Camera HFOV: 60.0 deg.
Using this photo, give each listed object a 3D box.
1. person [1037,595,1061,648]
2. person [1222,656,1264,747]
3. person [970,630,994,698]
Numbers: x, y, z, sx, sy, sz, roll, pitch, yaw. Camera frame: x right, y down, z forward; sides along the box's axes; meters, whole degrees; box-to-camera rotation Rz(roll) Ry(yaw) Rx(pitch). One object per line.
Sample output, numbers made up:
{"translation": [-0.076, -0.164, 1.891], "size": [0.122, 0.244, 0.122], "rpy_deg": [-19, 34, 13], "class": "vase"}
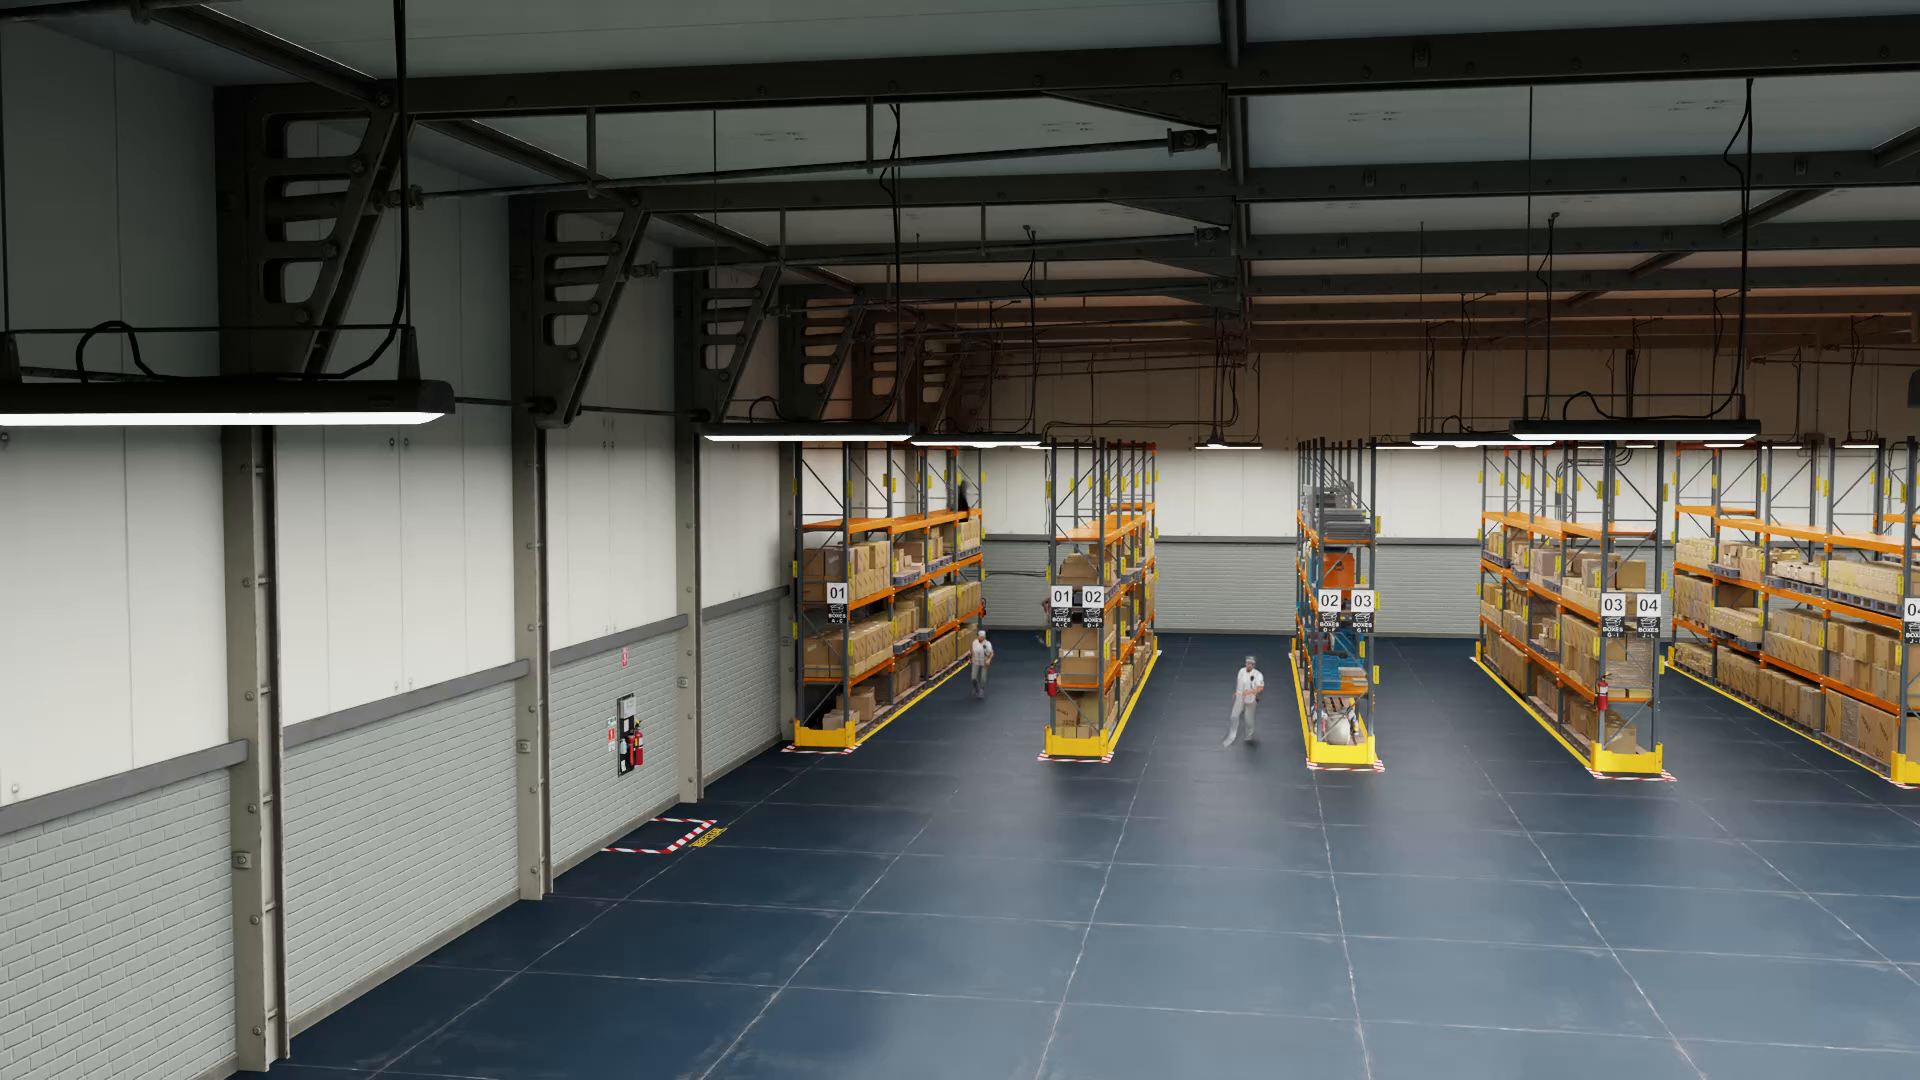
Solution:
{"translation": [2.741, 2.251, 48.918], "size": [1.012, 1.728, 0.738], "rpy_deg": [2, 4, 35], "class": "person"}
{"translation": [5.587, 3.120, 32.412], "size": [0.723, 1.756, 0.846], "rpy_deg": [2, 3, 28], "class": "person"}
{"translation": [0.491, 2.877, 38.416], "size": [0.596, 1.604, 0.749], "rpy_deg": [0, 3, 8], "class": "person"}
